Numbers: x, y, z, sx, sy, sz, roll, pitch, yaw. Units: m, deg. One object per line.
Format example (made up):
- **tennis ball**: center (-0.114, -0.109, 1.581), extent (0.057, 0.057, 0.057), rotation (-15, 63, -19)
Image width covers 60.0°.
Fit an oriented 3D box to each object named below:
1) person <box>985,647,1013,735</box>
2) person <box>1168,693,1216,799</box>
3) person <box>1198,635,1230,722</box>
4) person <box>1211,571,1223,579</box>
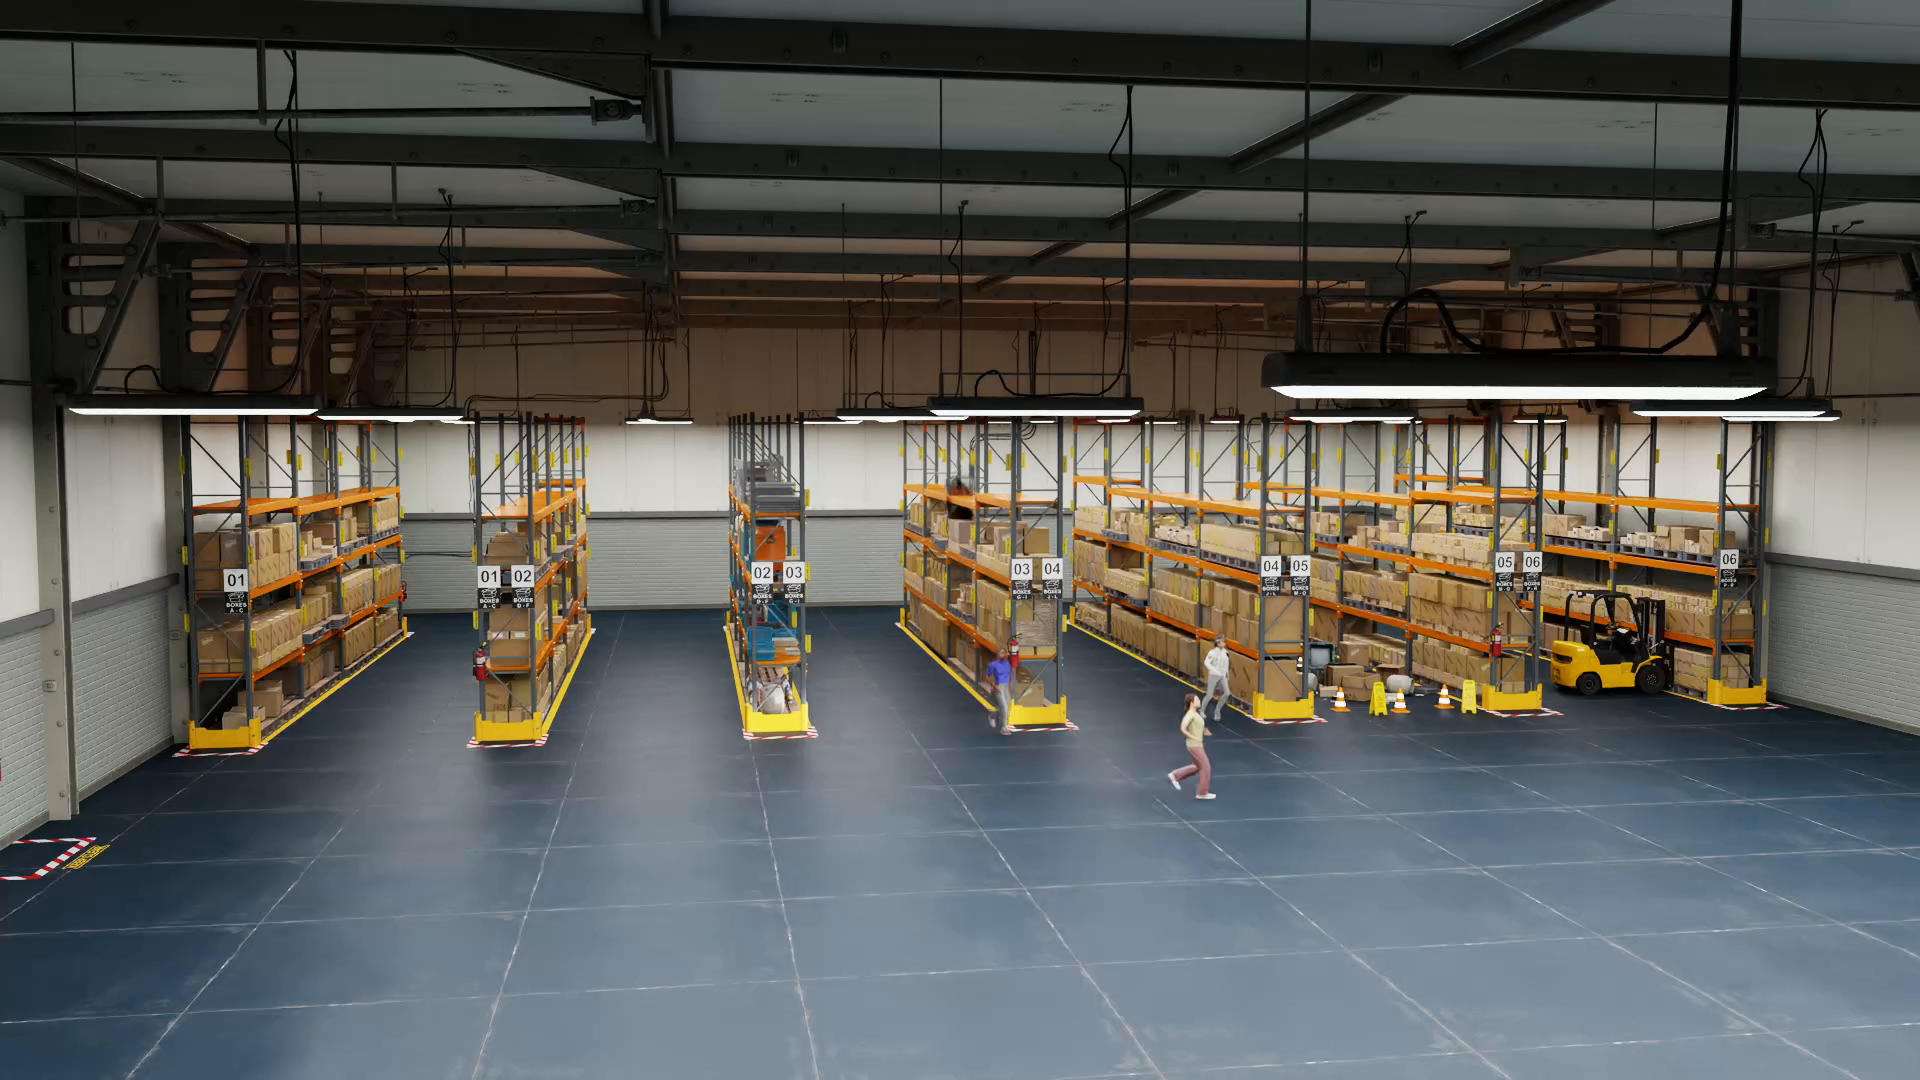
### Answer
- **person**: center (0.731, 2.798, 31.025), extent (0.592, 1.605, 0.706), rotation (-3, 5, -39)
- **person**: center (3.570, 3.164, 25.598), extent (0.753, 1.628, 0.586), rotation (1, 4, 16)
- **person**: center (5.059, 2.690, 32.532), extent (0.675, 1.685, 0.623), rotation (-2, 4, -28)
- **person**: center (7.832, 1.428, 50.621), extent (0.651, 1.723, 0.693), rotation (0, 4, -3)
